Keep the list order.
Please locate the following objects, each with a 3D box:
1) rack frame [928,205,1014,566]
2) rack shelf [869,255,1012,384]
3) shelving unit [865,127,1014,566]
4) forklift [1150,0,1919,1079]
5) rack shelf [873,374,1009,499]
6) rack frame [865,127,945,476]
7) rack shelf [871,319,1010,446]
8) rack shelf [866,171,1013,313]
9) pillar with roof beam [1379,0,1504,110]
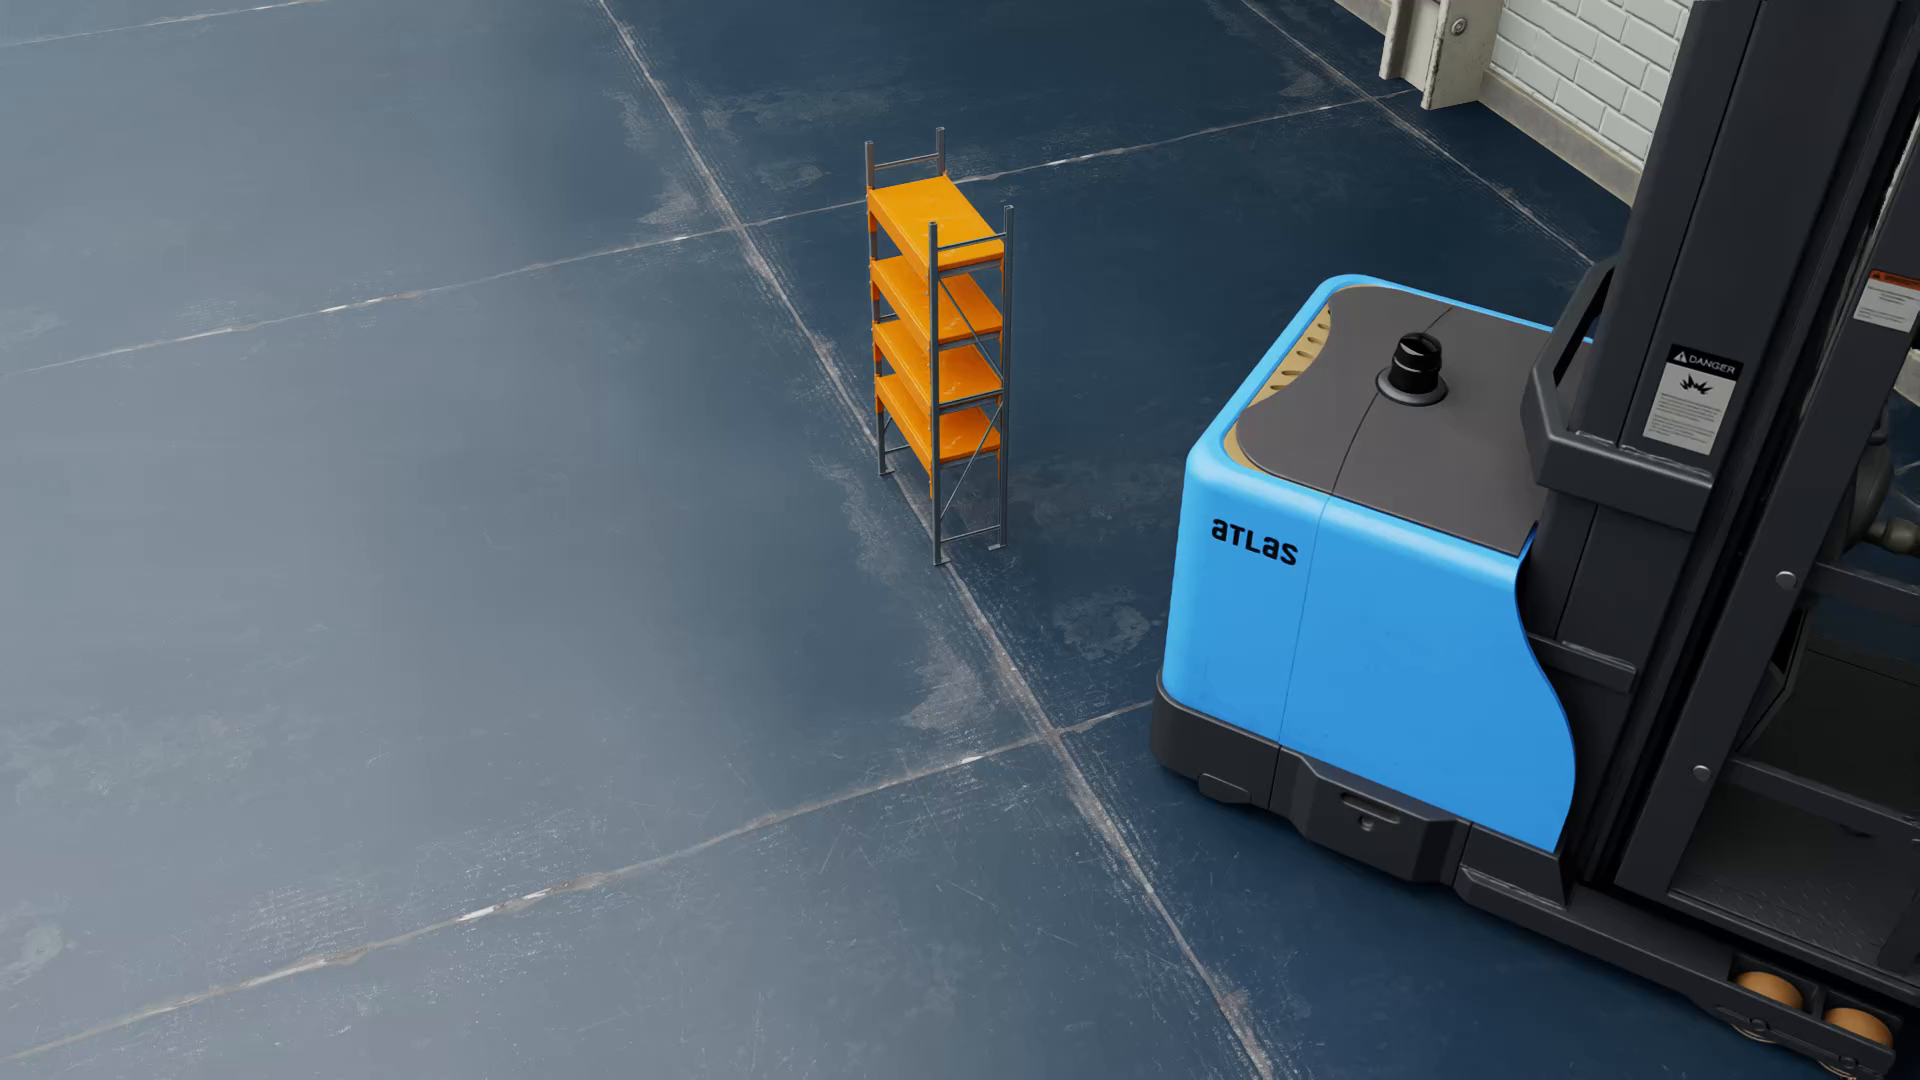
[{"bbox_3d":[0.030,-0.408,4.804,0.240,1.200,0.015,-15,43,-17],"label":"rack frame"},{"bbox_3d":[-0.063,-0.673,4.873,0.258,0.148,0.480,-15,43,-17],"label":"rack shelf"},{"bbox_3d":[-0.063,-0.555,4.975,0.258,1.200,0.503,-15,43,-17],"label":"shelving unit"},{"bbox_3d":[2.046,-0.276,3.323,3.031,2.935,1.130,21,45,22],"label":"forklift"},{"bbox_3d":[-0.063,-0.353,5.148,0.258,0.148,0.480,-15,43,-17],"label":"rack shelf"},{"bbox_3d":[-0.157,-0.702,5.146,0.240,1.200,0.015,-15,43,-17],"label":"rack frame"},{"bbox_3d":[-0.063,-0.504,5.019,0.258,0.148,0.480,-15,43,-17],"label":"rack shelf"},{"bbox_3d":[-0.063,-0.853,4.719,0.258,0.148,0.480,-15,43,-17],"label":"rack shelf"},{"bbox_3d":[-1.803,-4.434,3.505,9.100,9.000,0.400,-15,43,-17],"label":"pillar with roof beam"}]
